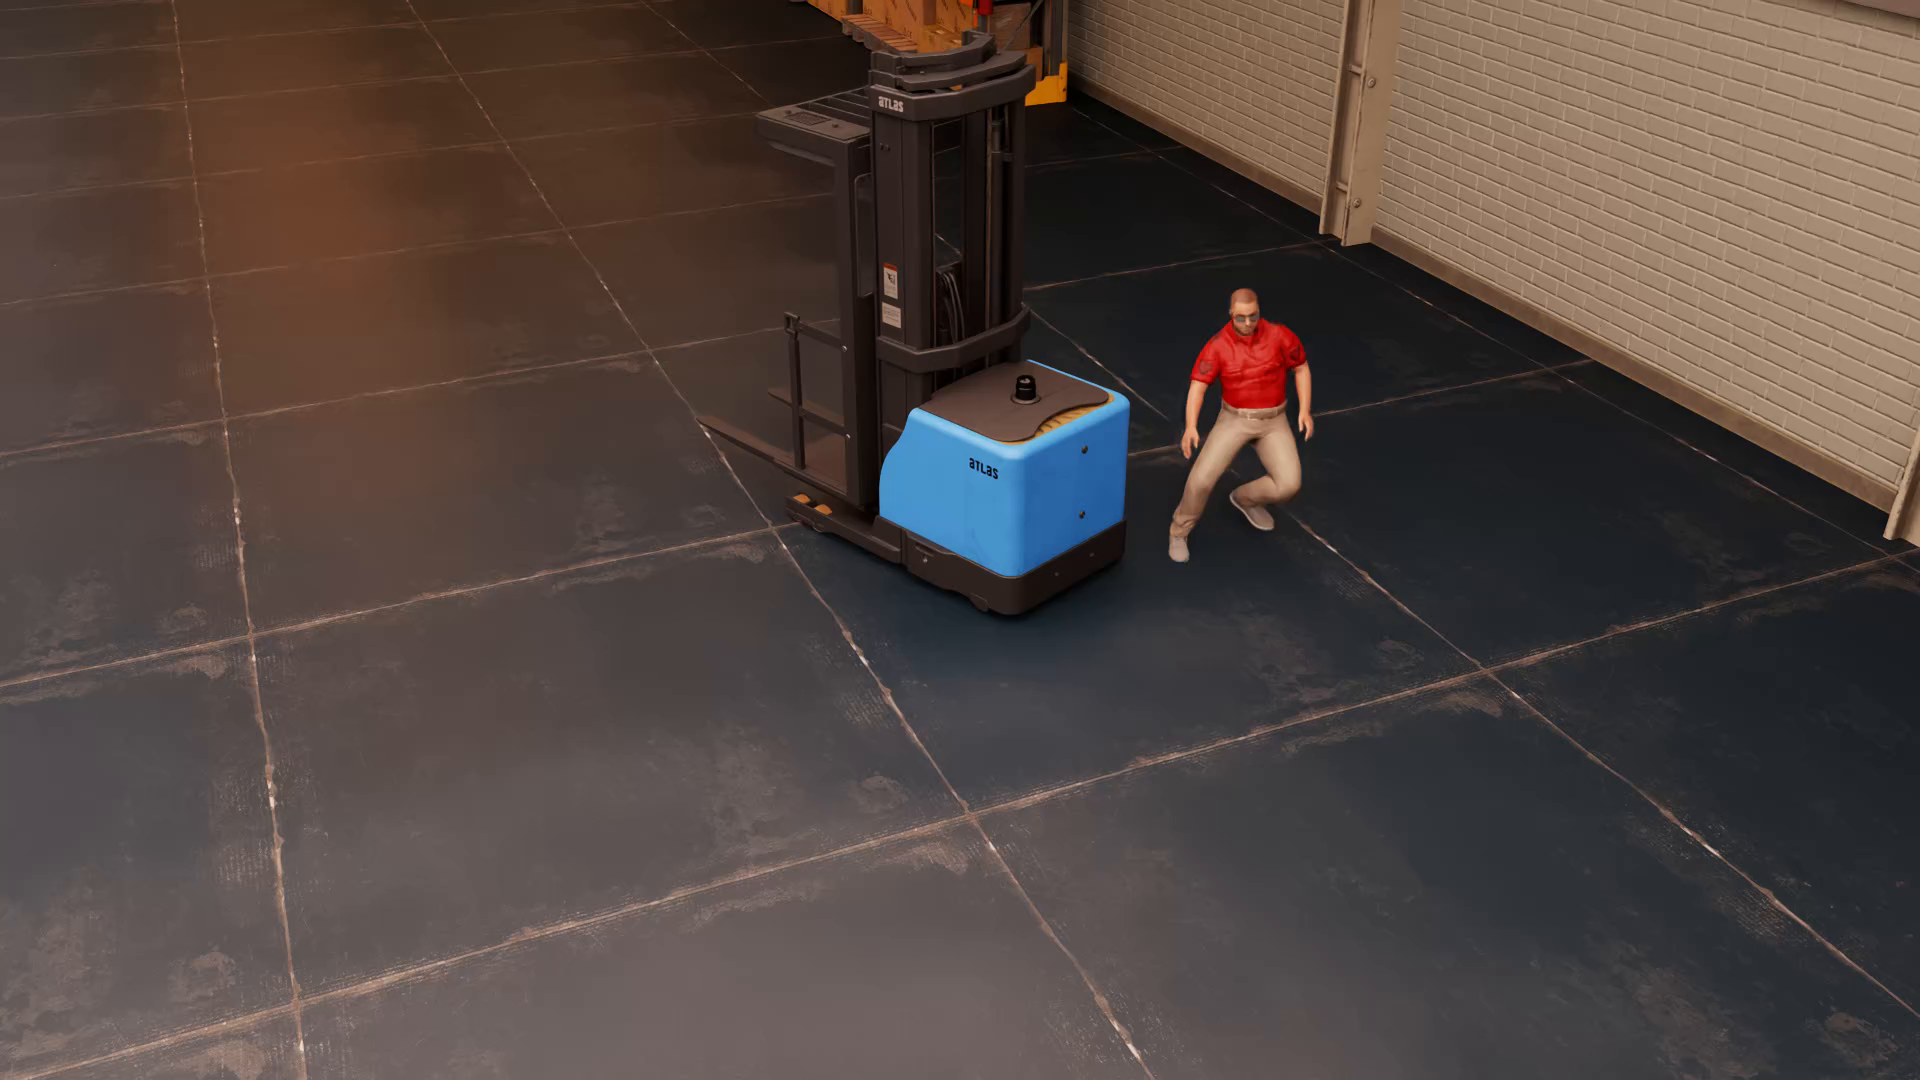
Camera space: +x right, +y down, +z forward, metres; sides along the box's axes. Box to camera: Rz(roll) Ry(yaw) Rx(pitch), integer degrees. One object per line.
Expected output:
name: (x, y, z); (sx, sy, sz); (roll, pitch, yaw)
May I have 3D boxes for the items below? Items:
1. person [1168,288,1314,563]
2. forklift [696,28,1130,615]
person: (1.640, -0.632, 9.615); (0.784, 1.615, 0.649); (2, 30, 3)
forklift: (-0.436, -1.483, 9.714); (3.031, 2.935, 1.130); (26, 39, 37)
